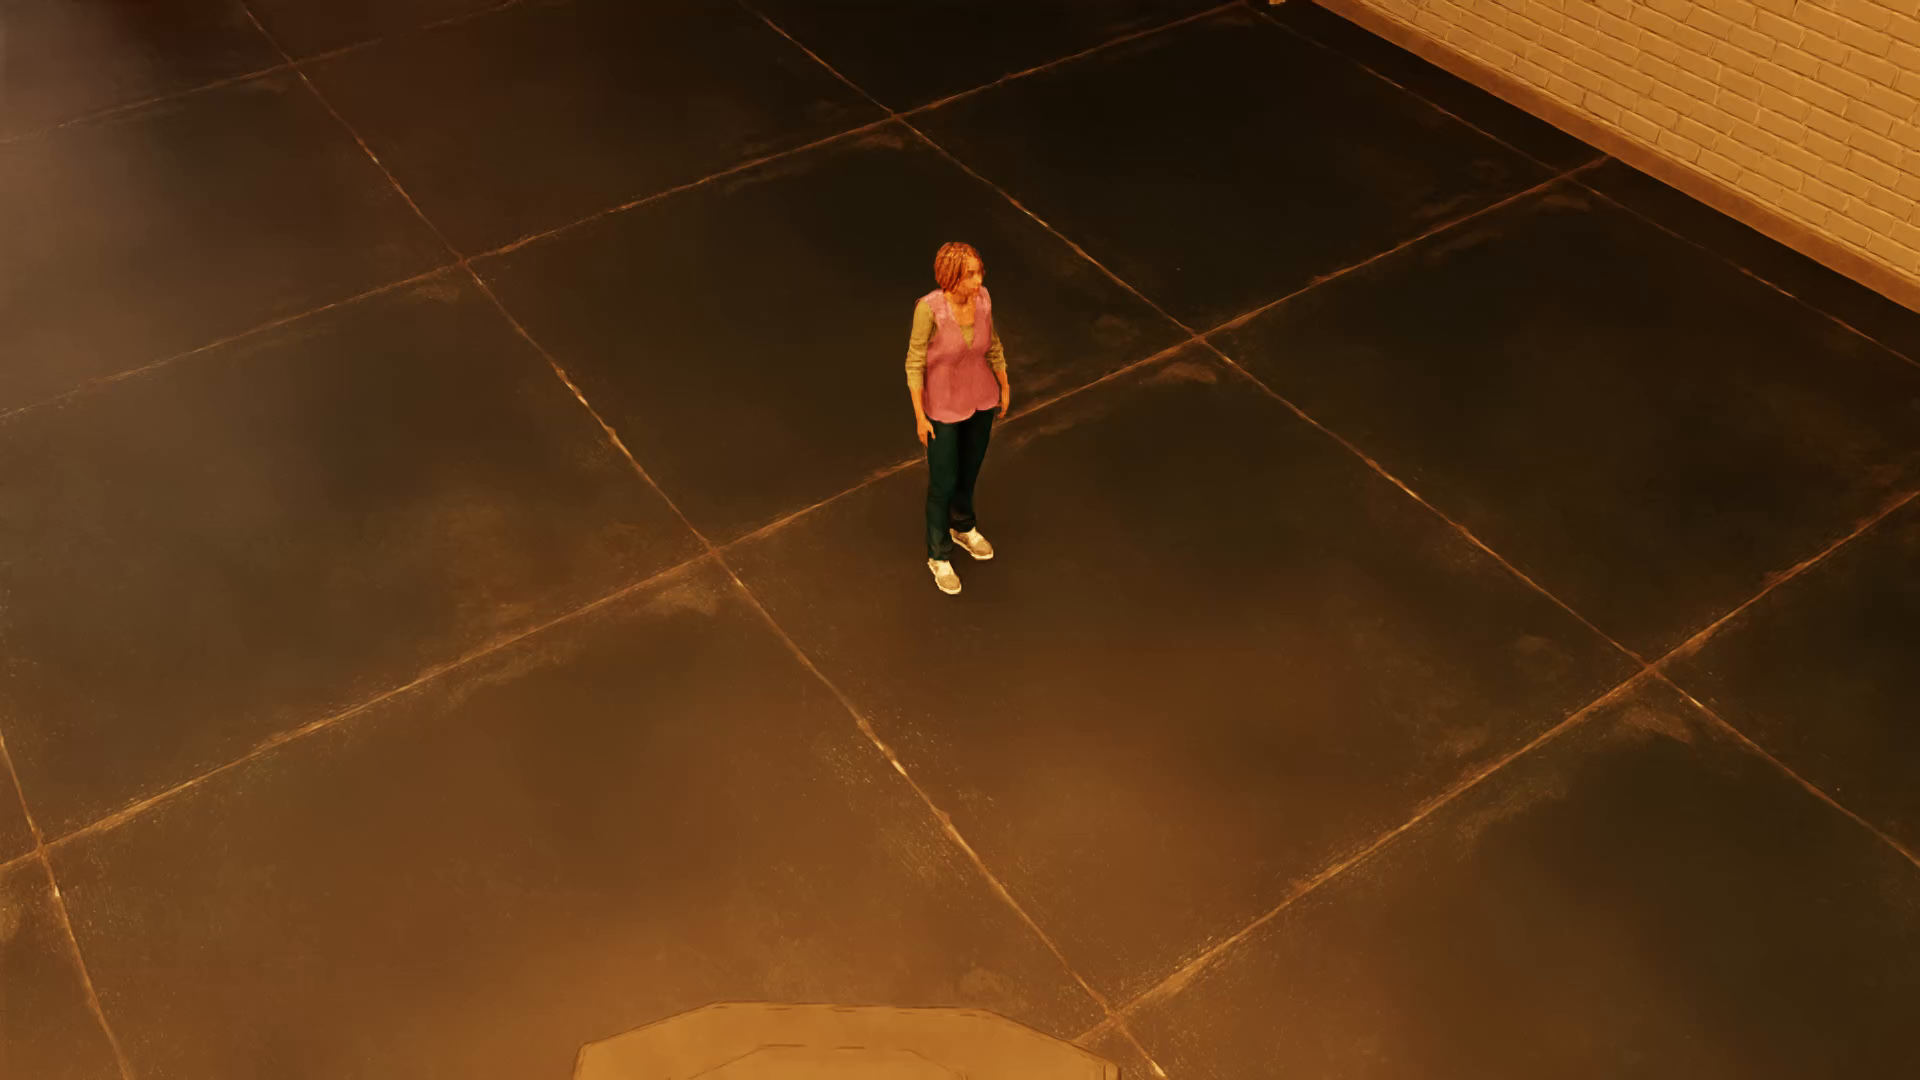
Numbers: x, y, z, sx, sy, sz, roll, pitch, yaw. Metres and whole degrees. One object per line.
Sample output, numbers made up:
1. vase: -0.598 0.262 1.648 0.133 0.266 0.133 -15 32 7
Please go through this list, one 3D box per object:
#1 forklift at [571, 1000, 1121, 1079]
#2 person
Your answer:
1. forklift: -0.216 2.337 3.179 1.130 2.935 3.031 1 43 2
2. person: 0.031 -0.546 7.282 0.520 1.597 0.474 -25 48 -25
